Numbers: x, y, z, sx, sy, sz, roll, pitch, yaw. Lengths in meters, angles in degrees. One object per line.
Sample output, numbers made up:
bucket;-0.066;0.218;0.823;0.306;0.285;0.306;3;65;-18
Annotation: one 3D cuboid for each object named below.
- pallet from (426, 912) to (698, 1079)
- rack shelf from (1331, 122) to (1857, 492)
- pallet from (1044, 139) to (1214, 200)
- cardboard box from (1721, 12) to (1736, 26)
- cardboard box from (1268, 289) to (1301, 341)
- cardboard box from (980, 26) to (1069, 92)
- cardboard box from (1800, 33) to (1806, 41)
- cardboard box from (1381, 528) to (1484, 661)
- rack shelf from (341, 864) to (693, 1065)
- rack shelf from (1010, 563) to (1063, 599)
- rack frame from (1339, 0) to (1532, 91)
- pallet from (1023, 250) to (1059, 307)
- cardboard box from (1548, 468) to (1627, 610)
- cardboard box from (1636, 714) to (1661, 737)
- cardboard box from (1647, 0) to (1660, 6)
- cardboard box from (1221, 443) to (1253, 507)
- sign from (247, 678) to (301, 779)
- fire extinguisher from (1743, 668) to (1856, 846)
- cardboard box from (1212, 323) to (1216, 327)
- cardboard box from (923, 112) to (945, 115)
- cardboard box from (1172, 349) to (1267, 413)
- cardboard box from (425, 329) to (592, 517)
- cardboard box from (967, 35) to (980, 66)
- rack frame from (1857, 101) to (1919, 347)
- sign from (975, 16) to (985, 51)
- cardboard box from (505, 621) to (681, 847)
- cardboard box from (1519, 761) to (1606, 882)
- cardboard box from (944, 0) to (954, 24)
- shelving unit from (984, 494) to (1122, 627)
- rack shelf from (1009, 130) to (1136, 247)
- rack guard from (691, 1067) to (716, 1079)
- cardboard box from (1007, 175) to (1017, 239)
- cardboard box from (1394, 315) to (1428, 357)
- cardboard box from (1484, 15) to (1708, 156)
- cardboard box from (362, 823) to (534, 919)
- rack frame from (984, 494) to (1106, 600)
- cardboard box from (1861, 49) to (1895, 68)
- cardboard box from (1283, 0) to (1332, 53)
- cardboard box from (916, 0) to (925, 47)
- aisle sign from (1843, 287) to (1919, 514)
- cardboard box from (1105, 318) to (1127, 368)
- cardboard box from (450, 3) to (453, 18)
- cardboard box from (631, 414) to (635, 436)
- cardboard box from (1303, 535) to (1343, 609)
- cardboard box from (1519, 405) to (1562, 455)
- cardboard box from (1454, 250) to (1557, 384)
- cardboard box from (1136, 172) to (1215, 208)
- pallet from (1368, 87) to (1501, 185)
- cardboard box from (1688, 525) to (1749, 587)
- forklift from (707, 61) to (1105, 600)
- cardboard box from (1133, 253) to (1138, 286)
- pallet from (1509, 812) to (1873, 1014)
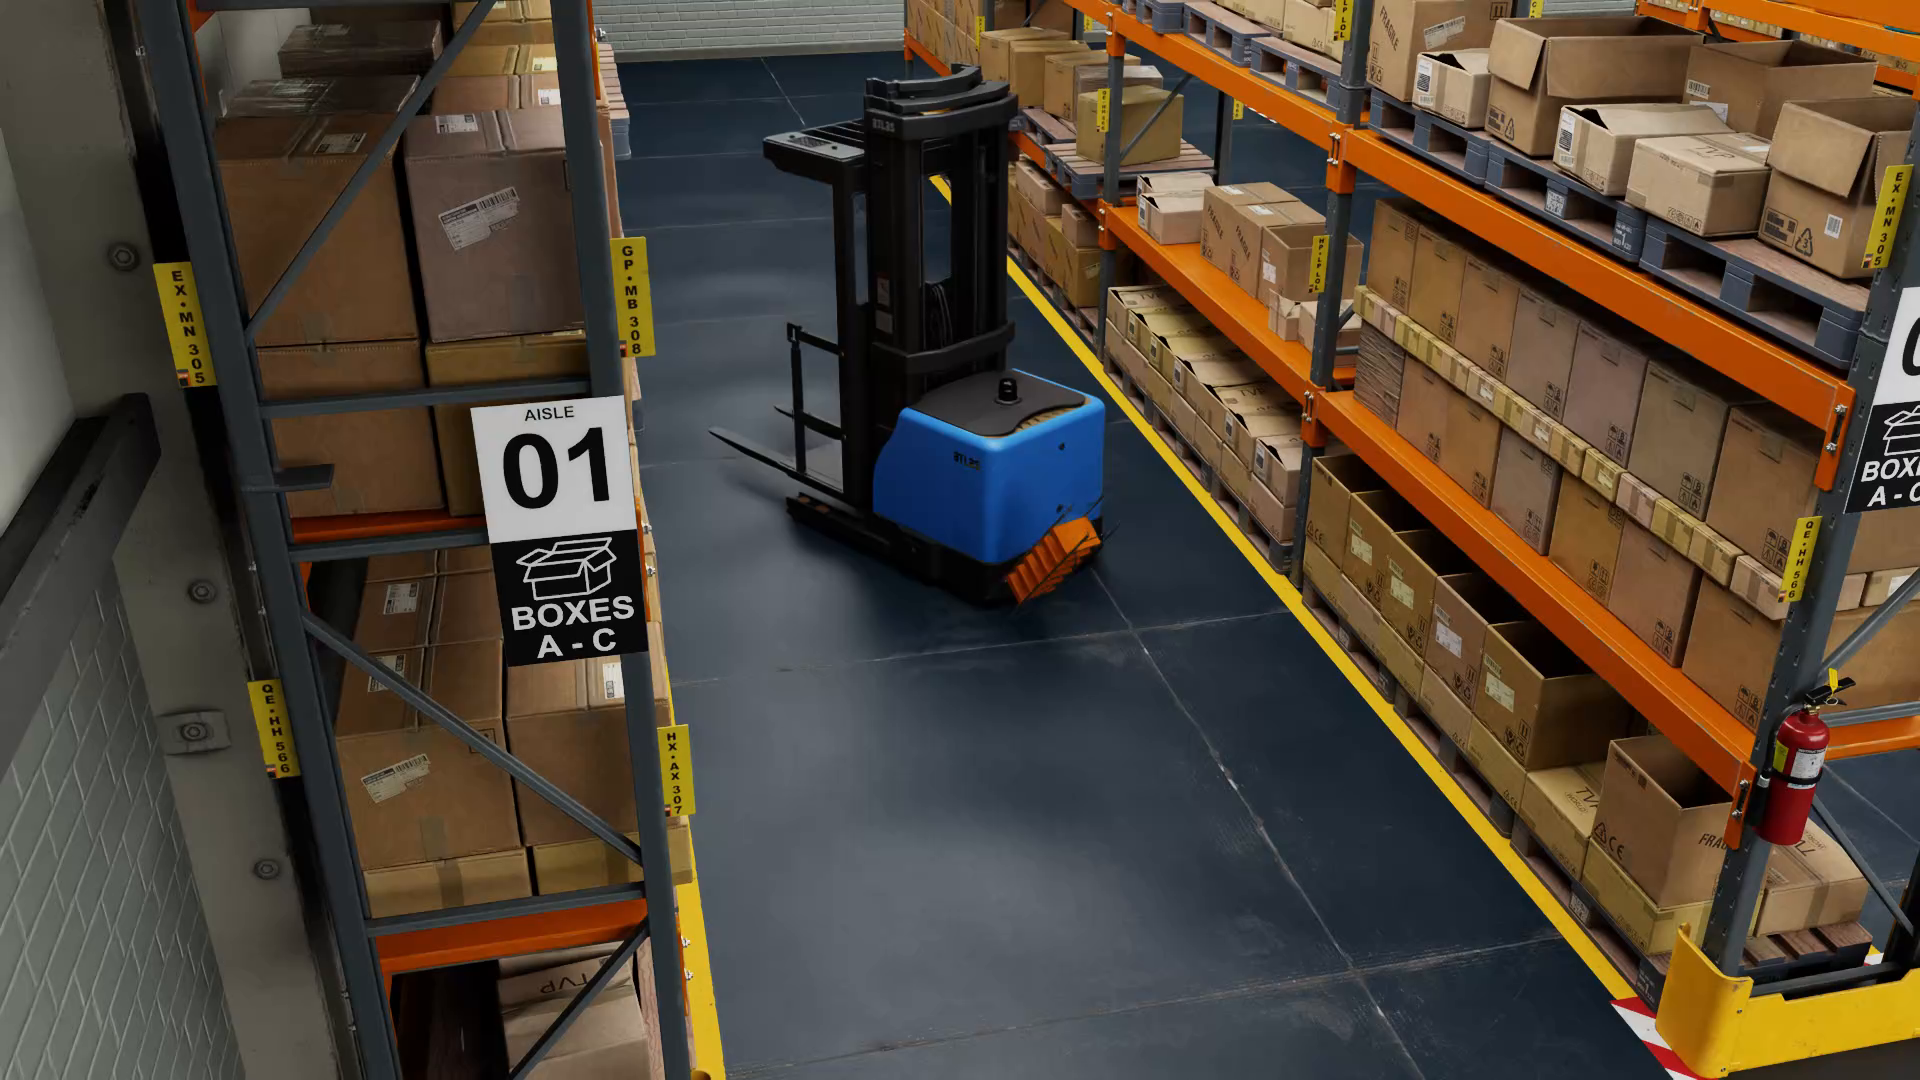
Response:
pallet;-1.561;1.998;6.556;1.003;0.211;1.213;-6;27;-12
rack shelf;2.980;-1.253;7.374;1.077;0.370;4.000;-6;27;-12
pallet;1.406;-3.074;13.725;1.213;0.211;1.003;-6;27;-12
cardboard box;9.583;-6.409;20.398;0.380;0.149;0.250;-7;28;-13
cardboard box;2.152;-1.421;10.385;0.396;0.266;0.258;-7;28;-13
cardboard box;0.615;-4.627;16.011;0.700;0.500;0.500;-16;31;-29
cardboard box;9.875;-5.844;19.278;0.380;0.149;0.250;-6;27;-12
cardboard box;2.554;0.266;8.647;0.500;0.500;0.500;-6;27;-12
rack shelf;-1.846;0.590;7.050;1.077;0.370;4.000;-6;27;-12
rack shelf;0.440;0.205;9.467;0.258;0.103;0.180;-18;72;-31
rack frame;2.529;-3.792;8.275;1.000;3.000;0.127;-6;27;-12
pallet;1.225;-2.491;15.451;1.003;0.211;1.213;-6;27;-12
cardboard box;3.108;-0.057;7.423;0.700;0.500;0.500;-6;27;-11
cardboard box;3.412;0.870;7.450;0.500;0.500;0.500;-6;27;-12
cardboard box;9.236;-7.084;21.736;0.380;0.149;0.250;-6;27;-11
cardboard box;2.041;-0.448;10.895;0.500;0.250;0.500;-6;27;-12
sign;-1.940;0.537;4.722;0.100;0.325;0.005;-6;27;-12
fire extinguisher;3.005;0.776;5.969;0.296;0.674;0.183;-6;27;-12
cardboard box;2.109;-1.647;12.648;0.500;0.311;0.500;-6;27;-12
cardboard box;-0.216;-4.863;19.620;0.500;0.250;0.500;-6;27;-12
cardboard box;1.815;-1.141;11.644;0.500;0.311;0.500;-6;27;-12
cardboard box;-1.227;-0.418;4.786;0.500;0.500;0.500;-5;27;-10
cardboard box;0.364;-4.864;16.946;0.500;0.500;0.500;-6;27;-11
rack frame;3.431;-2.036;4.796;1.000;3.000;0.127;-6;27;-12
sign;0.199;-4.954;16.274;0.100;0.325;0.005;-6;27;-12
cardboard box;-1.210;0.630;5.484;0.500;0.500;0.500;-6;27;-12
cardboard box;2.897;1.259;7.513;0.500;0.250;0.500;-6;27;-12
cardboard box;0.129;-5.758;17.609;0.500;0.500;0.500;-6;27;-11
shelving unit;0.502;0.132;9.333;0.258;1.200;0.189;-18;72;-31
rack shelf;1.177;-3.426;15.008;1.077;0.370;4.000;-6;27;-12
rack guard;-1.412;2.230;5.778;1.175;0.500;0.348;-6;27;-12
cardboard box;0.729;-3.236;16.118;0.500;0.500;0.500;-6;27;-11
cardboard box;2.517;-1.087;8.743;0.380;0.149;0.250;-7;28;-13
cardboard box;2.777;-2.013;7.344;0.797;0.503;0.637;-3;27;-6
cardboard box;-1.689;1.020;5.545;0.500;0.250;0.500;-6;27;-11
rack frame;0.462;0.054;9.357;0.240;1.200;0.006;-18;72;-31
cardboard box;10.239;-5.447;18.102;0.500;0.500;0.500;-6;27;-11
cardboard box;2.273;-3.085;9.905;0.500;0.250;0.500;-9;28;-17
cardboard box;-0.211;-5.979;19.155;0.500;0.500;0.500;-6;27;-12
aisle sign;3.159;-0.459;5.446;0.394;0.787;0.004;-6;27;-12
cardboard box;1.460;-1.570;13.117;0.500;0.250;0.500;-6;27;-12
cardboard box;-1.785;-2.015;6.841;0.500;0.500;0.500;-4;27;-9
cardboard box;-1.770;-0.491;7.706;0.500;0.500;0.500;-6;27;-12
cardboard box;2.338;0.161;9.688;0.500;0.250;0.500;-6;27;-12
cardboard box;2.807;-0.521;7.622;0.380;0.149;0.250;-6;27;-12
cardboard box;2.863;-1.102;8.053;0.700;0.500;0.500;-6;27;-12
cardboard box;1.667;-2.666;12.801;0.500;0.311;0.500;-4;27;-8
pallet;2.747;-2.041;8.235;1.003;0.211;1.213;-6;27;-12
cardboard box;3.098;0.045;6.501;0.380;0.149;0.250;-5;27;-10
forklift;-0.498;-1.518;10.505;1.130;2.935;3.031;-24;35;-39
cardboard box;1.680;-2.408;14.478;0.500;0.500;0.500;-7;28;-13
pallet;3.217;1.556;7.433;1.003;0.211;1.213;-6;27;-12
